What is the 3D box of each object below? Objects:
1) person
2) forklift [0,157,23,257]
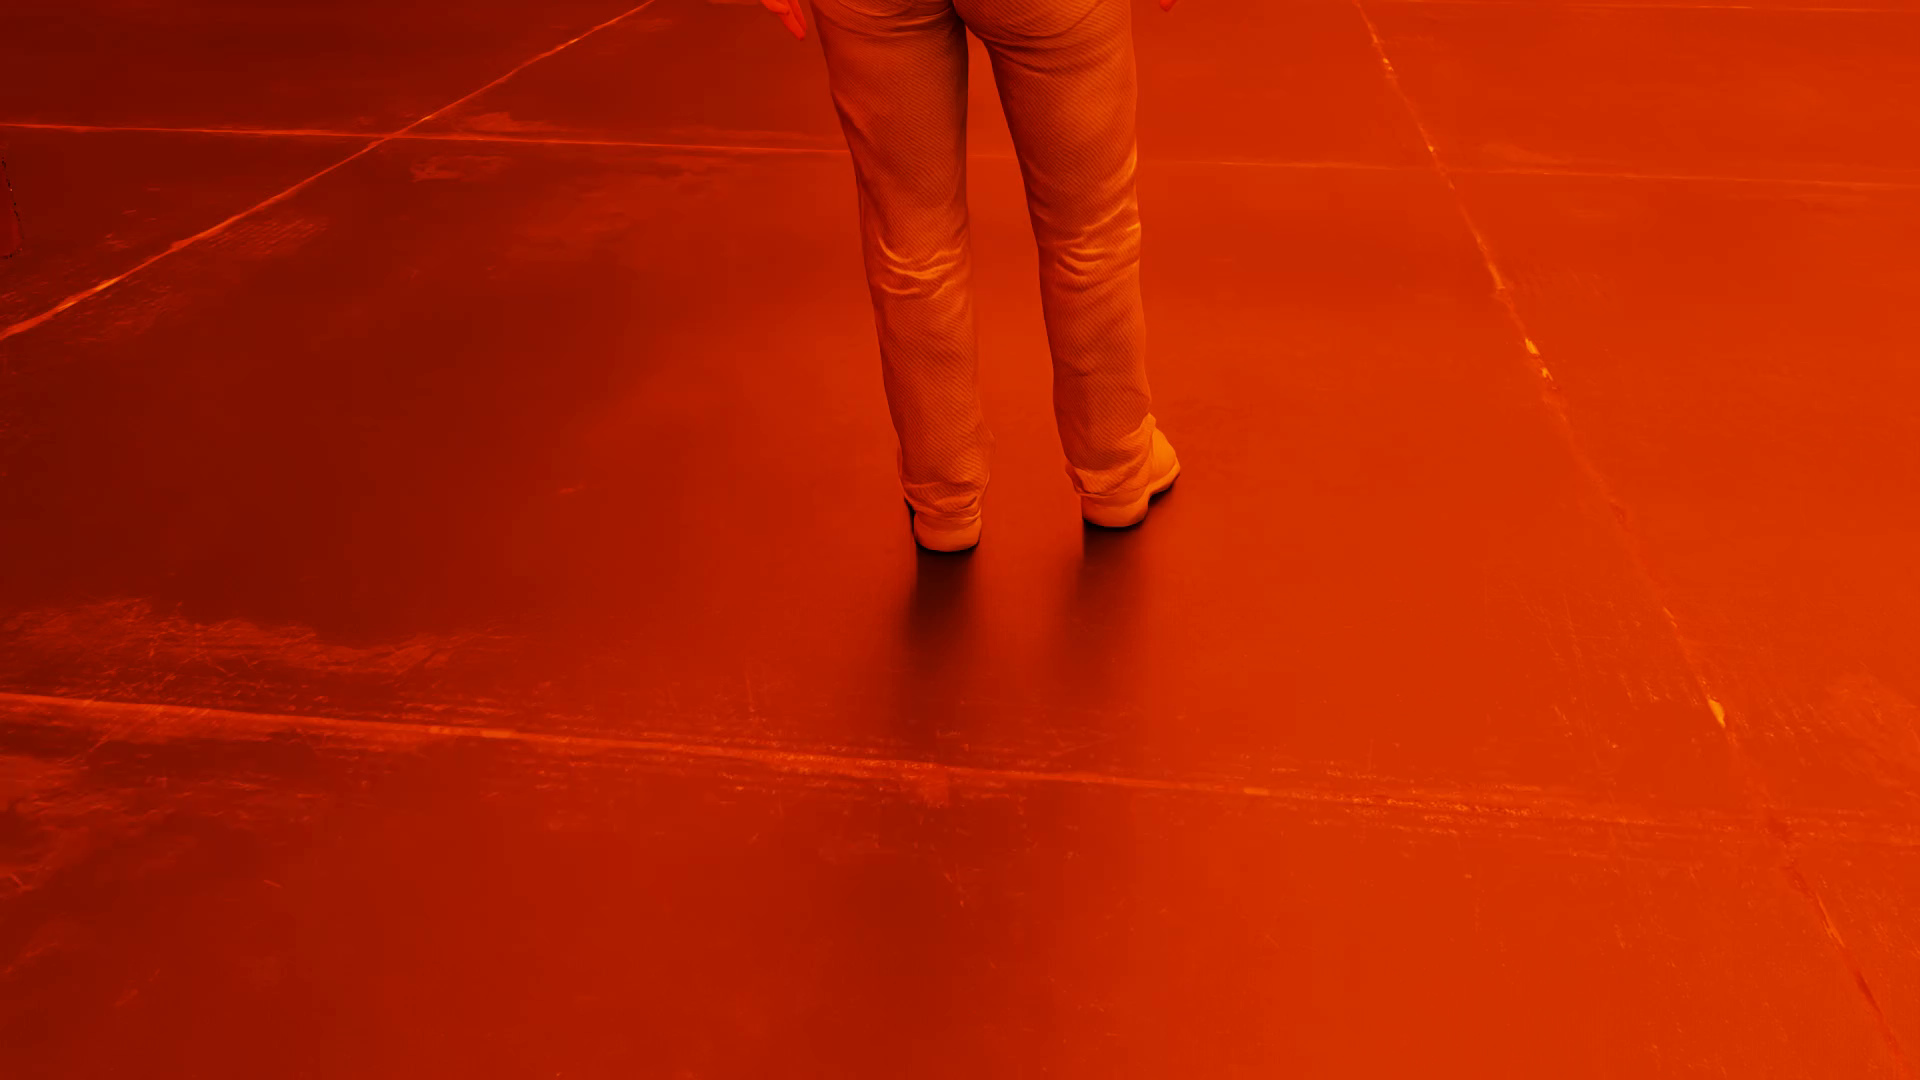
[{"bbox_3d":[0.017,-0.827,2.154,0.632,1.773,0.568,3,27,7],"label":"person"},{"bbox_3d":[-3.461,-2.158,3.542,3.031,2.935,1.130,22,34,37],"label":"forklift"}]
